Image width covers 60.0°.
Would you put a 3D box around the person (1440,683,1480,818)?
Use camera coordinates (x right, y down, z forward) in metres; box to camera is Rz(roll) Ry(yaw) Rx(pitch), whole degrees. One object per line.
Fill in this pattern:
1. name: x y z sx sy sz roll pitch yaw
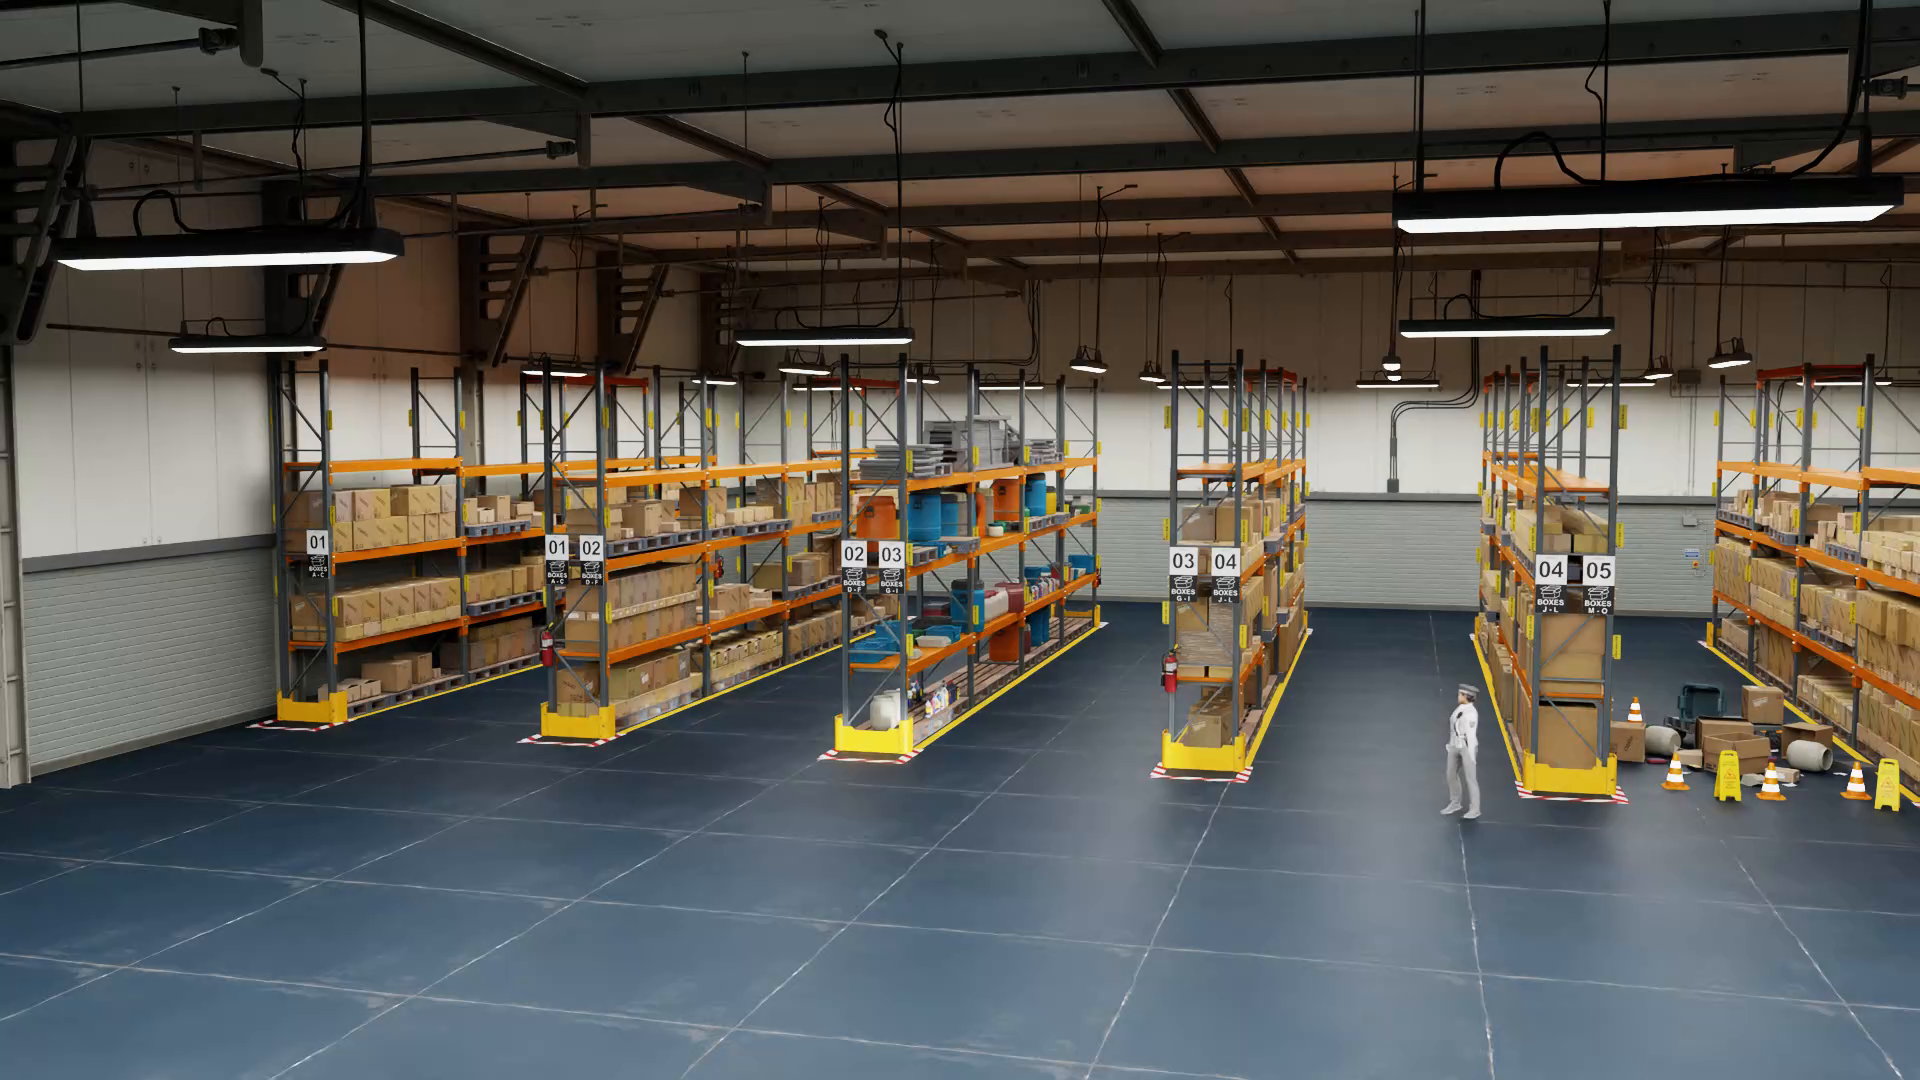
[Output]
1. person: 6.321 2.657 21.018 0.404 1.722 0.600 -1 4 -15
